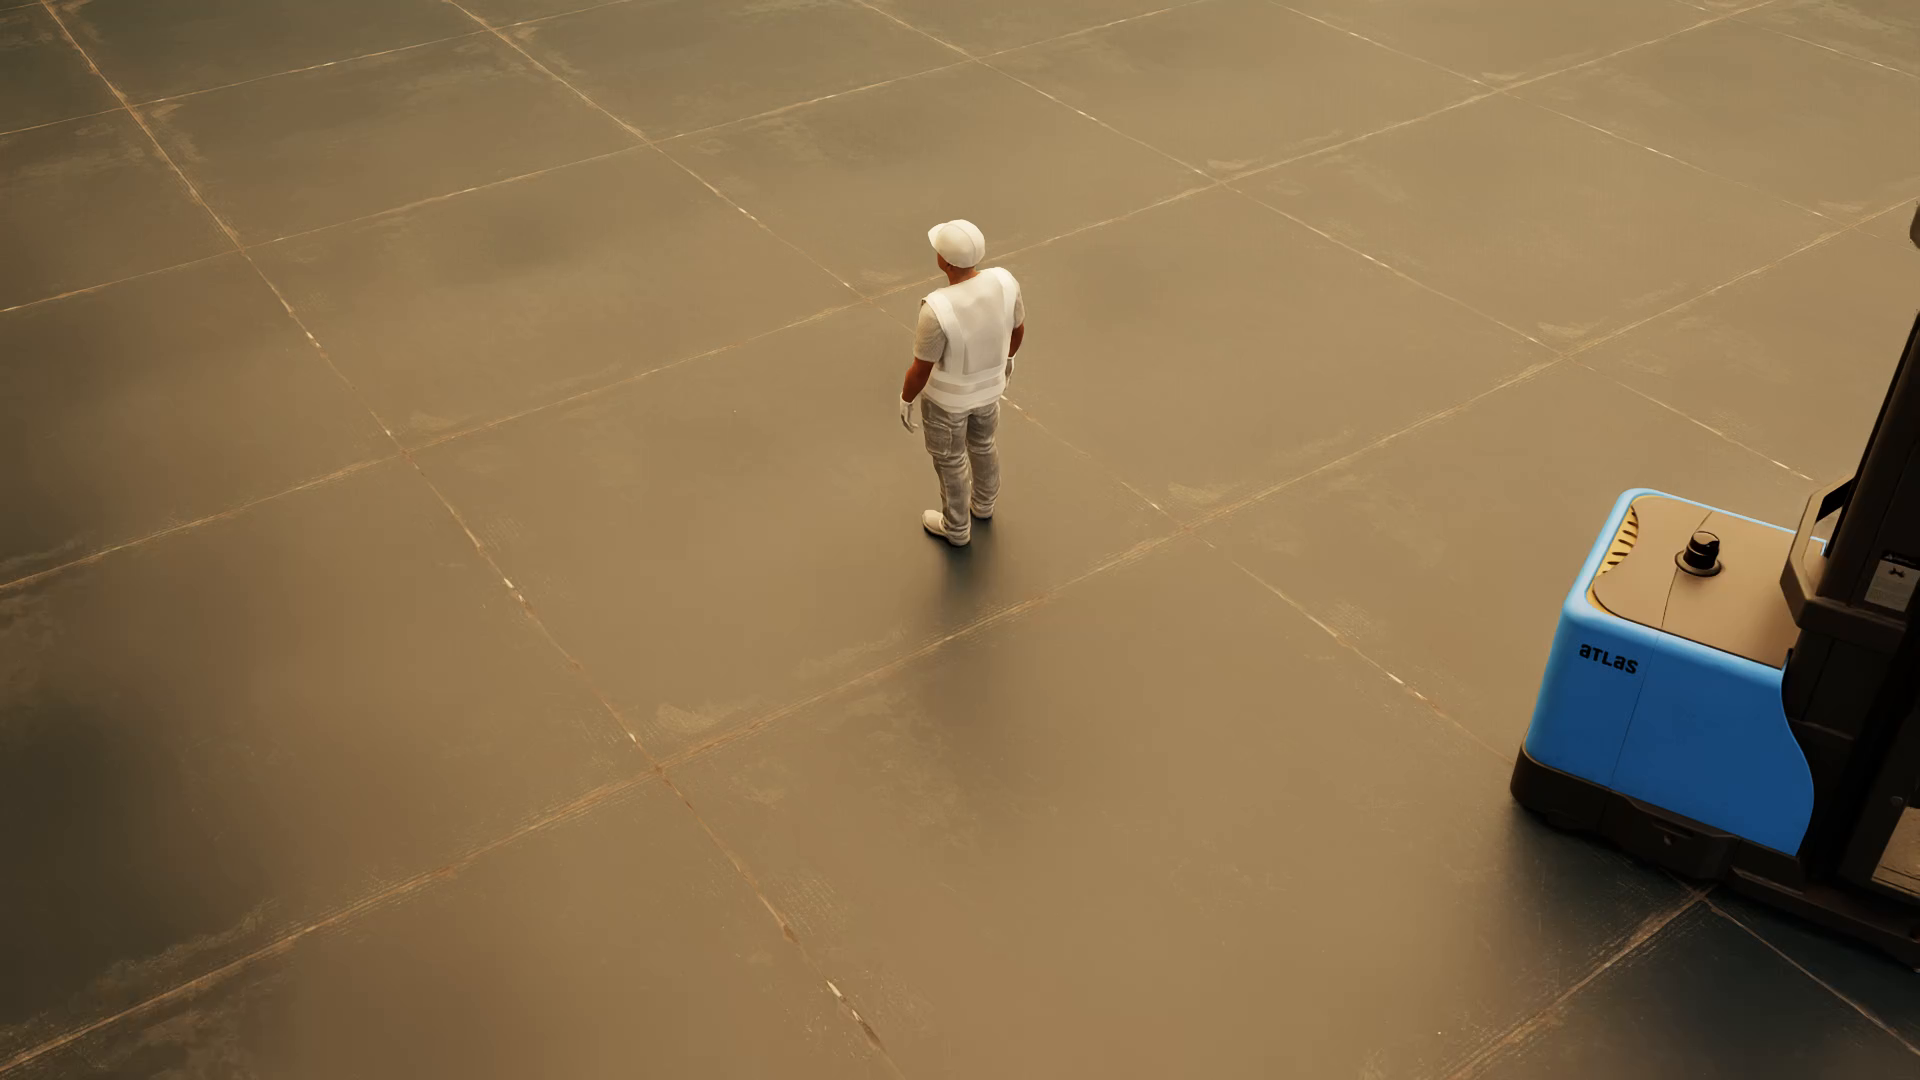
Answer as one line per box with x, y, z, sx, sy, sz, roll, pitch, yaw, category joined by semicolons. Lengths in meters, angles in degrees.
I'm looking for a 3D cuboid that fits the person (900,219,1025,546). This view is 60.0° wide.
-0.034;-0.761;7.927;0.656;1.782;0.577;-23;42;-28;person

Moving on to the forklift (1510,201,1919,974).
3.803;0.149;5.743;3.031;2.935;1.130;20;41;25;forklift
